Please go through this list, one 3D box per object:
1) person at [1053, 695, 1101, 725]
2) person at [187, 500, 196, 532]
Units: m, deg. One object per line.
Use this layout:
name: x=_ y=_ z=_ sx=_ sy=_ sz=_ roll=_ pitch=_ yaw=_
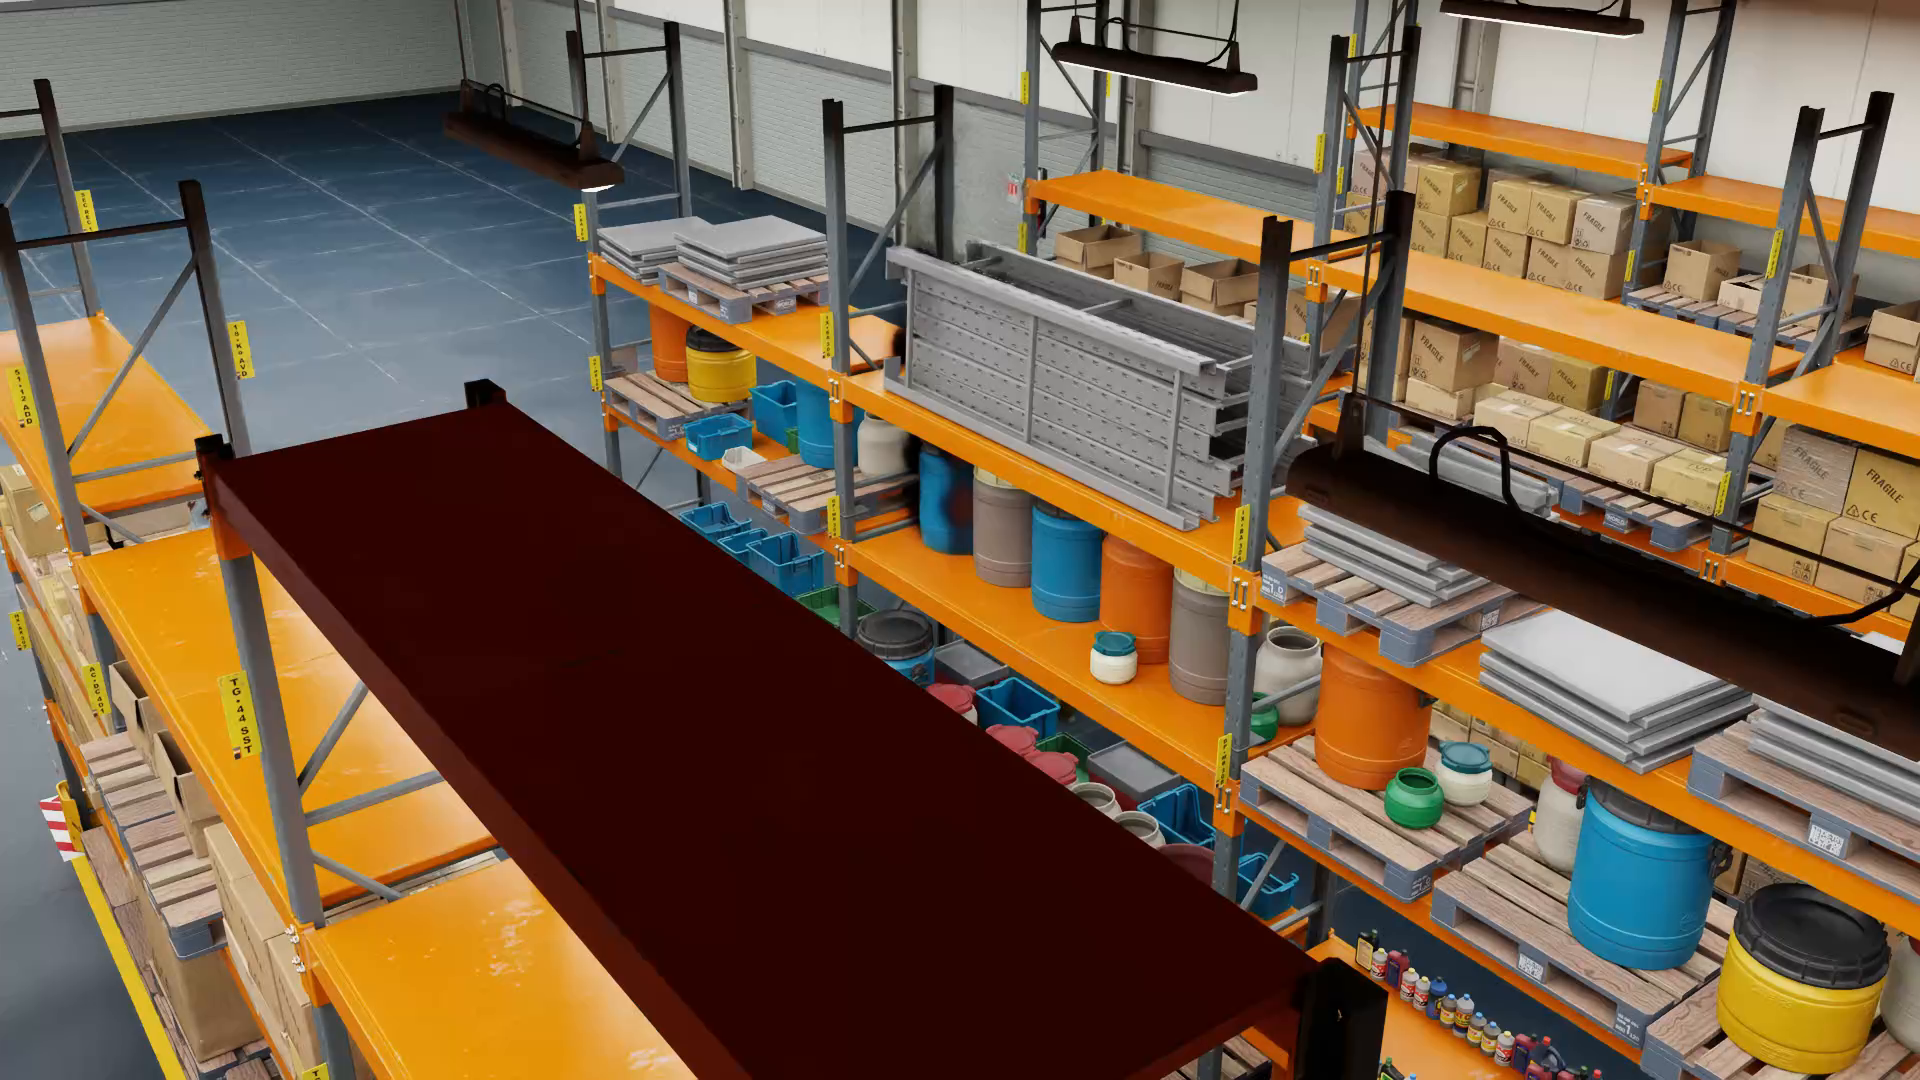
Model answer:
person: x=1.057 y=0.915 z=14.661 sx=0.836 sy=1.732 sz=0.737 roll=22 pitch=33 yaw=39
person: x=-8.022 y=-0.017 z=16.982 sx=0.587 sy=1.715 sz=0.701 roll=-4 pitch=25 yaw=-9
